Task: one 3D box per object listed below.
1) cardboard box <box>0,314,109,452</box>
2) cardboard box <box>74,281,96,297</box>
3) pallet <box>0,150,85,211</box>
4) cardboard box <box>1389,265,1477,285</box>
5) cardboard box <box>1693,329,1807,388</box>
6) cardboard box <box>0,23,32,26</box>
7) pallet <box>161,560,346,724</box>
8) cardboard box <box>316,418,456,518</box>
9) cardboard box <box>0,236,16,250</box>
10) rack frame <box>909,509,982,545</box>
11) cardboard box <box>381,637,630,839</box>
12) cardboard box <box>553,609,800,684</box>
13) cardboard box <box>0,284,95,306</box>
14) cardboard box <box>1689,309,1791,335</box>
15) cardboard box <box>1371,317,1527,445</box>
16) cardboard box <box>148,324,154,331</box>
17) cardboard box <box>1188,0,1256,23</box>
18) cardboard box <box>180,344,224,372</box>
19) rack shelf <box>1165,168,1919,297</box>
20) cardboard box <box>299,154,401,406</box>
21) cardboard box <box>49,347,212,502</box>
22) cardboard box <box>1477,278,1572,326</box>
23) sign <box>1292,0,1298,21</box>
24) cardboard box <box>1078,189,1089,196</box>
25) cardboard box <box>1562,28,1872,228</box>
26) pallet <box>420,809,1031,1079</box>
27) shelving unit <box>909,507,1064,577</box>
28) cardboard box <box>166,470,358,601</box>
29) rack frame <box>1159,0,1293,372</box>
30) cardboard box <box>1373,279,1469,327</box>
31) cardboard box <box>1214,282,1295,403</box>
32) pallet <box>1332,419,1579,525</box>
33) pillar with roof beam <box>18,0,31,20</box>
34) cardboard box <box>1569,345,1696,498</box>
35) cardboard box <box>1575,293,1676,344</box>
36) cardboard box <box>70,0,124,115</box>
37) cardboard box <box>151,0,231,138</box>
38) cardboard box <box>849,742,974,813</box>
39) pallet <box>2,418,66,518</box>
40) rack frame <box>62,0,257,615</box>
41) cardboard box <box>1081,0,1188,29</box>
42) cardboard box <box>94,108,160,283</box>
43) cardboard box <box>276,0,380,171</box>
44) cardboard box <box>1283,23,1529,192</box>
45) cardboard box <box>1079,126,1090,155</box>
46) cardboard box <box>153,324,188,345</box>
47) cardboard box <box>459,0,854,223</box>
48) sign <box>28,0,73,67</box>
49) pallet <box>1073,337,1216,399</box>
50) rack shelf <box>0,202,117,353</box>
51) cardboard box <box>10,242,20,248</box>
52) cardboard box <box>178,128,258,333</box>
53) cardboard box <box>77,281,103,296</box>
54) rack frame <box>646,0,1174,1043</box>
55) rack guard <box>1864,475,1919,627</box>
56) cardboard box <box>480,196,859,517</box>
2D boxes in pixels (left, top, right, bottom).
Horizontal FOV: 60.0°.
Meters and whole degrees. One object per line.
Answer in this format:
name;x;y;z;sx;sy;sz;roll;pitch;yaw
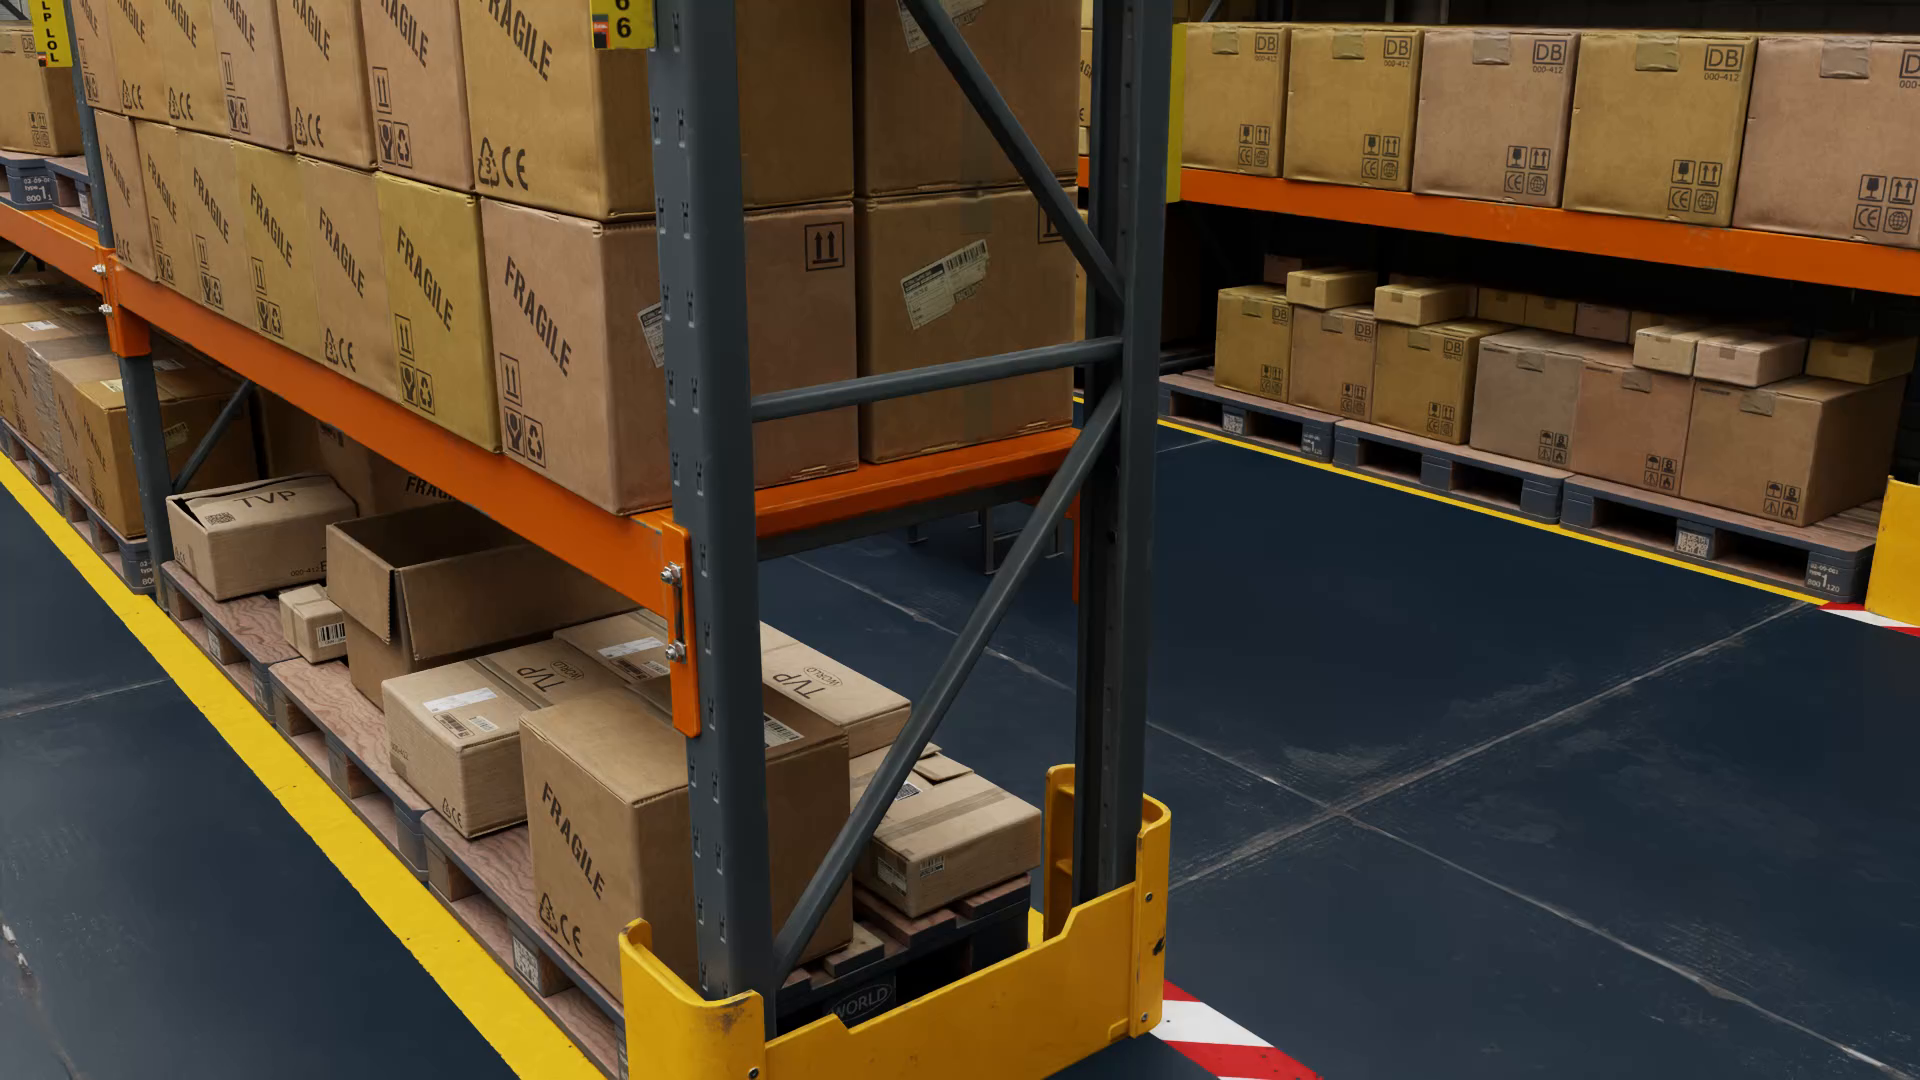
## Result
cardboard box;-3.988;-0.724;7.552;0.500;0.500;0.500;-15;23;-38
cardboard box;-4.246;-1.087;8.650;0.500;0.500;0.500;-13;22;-34
pallet;-3.800;-1.680;7.469;1.003;0.211;1.213;-14;23;-36
cardboard box;2.296;-1.228;8.076;0.380;0.149;0.250;-15;23;-38
cardboard box;3.101;-0.715;6.528;0.380;0.149;0.250;-14;23;-37
cardboard box;-4.114;-2.100;7.607;0.700;0.500;0.500;-9;20;-26
pallet;-2.102;0.230;5.834;1.003;0.211;1.213;-14;23;-36
cardboard box;-1.951;-0.201;5.974;0.500;0.500;0.500;-14;23;-36
cardboard box;-5.857;-1.617;9.789;0.500;0.311;0.500;-14;23;-37
rack frame;-0.049;-1.016;6.591;0.400;2.100;0.015;-14;23;-36
cardboard box;-1.141;0.493;4.277;0.500;0.250;0.500;-14;23;-36
cardboard box;-0.780;0.383;4.609;0.500;0.250;0.500;-14;23;-36
cardboard box;-4.623;-0.976;8.314;0.500;0.500;0.500;-15;24;-38
cardboard box;3.243;-0.852;6.941;0.380;0.149;0.250;-14;23;-36
cardboard box;2.363;-0.789;7.780;0.700;0.500;0.500;-13;23;-35
cardboard box;-3.595;-0.831;7.878;0.500;0.500;0.500;-15;24;-38
cardboard box;1.272;-2.950;9.142;0.500;0.250;0.500;-13;22;-34
cardboard box;-2.977;-0.582;7.125;0.500;0.500;0.500;-14;23;-35
rack shelf;2.595;-1.397;7.454;1.077;0.370;4.000;-14;23;-36
cardboard box;-1.166;-0.634;3.846;0.500;0.500;0.500;-14;23;-36
cardboard box;-3.359;-0.475;6.802;0.500;0.500;0.500;-14;23;-36
cardboard box;2.613;-1.102;7.696;0.380;0.149;0.250;-14;23;-37
sign;1.787;-2.789;9.009;0.100;0.325;0.005;-14;23;-36
cardboard box;0.294;-1.764;10.168;0.750;0.750;0.750;-13;22;-34
cardboard box;3.052;-1.689;6.714;0.980;0.700;0.700;-14;23;-37
pallet;-0.587;0.831;4.018;1.003;0.211;1.213;-14;23;-36
shelving unit;0.103;-0.956;6.409;0.431;2.100;0.503;-14;23;-36
cardboard box;-2.437;-0.050;5.821;0.500;0.311;0.500;-14;23;-36
rack frame;1.353;-2.231;8.830;1.000;3.000;0.127;-14;23;-36
cardboard box;2.131;-1.099;7.687;0.380;0.149;0.250;-15;23;-38
cardboard box;1.737;-1.040;8.540;0.700;0.500;0.500;-14;23;-35
pallet;2.526;-0.404;7.747;1.003;0.211;1.213;-14;23;-36
pillar with roof beam;-23.261;-13.106;32.128;9.100;9.000;0.400;-14;23;-36
cardboard box;3.013;-0.535;7.014;0.700;0.500;0.500;-14;23;-36
cardboard box;2.929;-0.977;7.317;0.380;0.149;0.250;-14;23;-35
cardboard box;-2.456;-1.615;5.218;0.500;0.500;0.500;-13;22;-35
cardboard box;-1.816;-1.361;4.451;0.500;0.500;0.500;-15;23;-38
cardboard box;-0.190;0.626;4.007;0.380;0.166;0.250;-14;23;-36
pallet;-3.824;-0.434;7.837;1.003;0.211;1.213;-14;23;-36
rack frame;-2.528;-1.264;5.907;1.000;3.000;0.127;-14;23;-36
cardboard box;0.863;-2.851;8.843;0.500;0.250;0.500;-13;23;-35
cardboard box;-2.425;-1.132;5.351;0.500;0.500;0.500;-13;22;-35
cardboard box;-1.176;-1.107;3.685;0.500;0.500;0.500;-13;22;-35
cardboard box;2.126;-2.056;7.823;0.980;0.700;0.700;-15;23;-37
cardboard box;0.746;-2.207;9.124;0.380;0.149;0.250;-13;23;-35
cardboard box;-3.258;-1.055;7.361;0.500;0.250;0.500;-14;23;-36
cardboard box;-0.536;-0.856;2.927;0.500;0.500;0.500;-14;23;-37
sign;-2.960;-1.704;5.395;0.100;0.325;0.005;-14;23;-36
pallet;0.815;-1.083;9.798;1.003;0.211;1.213;-14;23;-36
rack shelf;-3.769;-1.415;7.508;1.077;0.370;4.000;-14;23;-36
cardboard box;-5.439;-1.724;10.110;0.500;0.311;0.500;-15;23;-37
cardboard box;-1.795;-0.883;4.599;0.500;0.500;0.500;-14;23;-36
cardboard box;-4.208;-1.430;8.492;0.500;0.250;0.500;-13;22;-34
rack frame;-0.044;-0.278;2.930;1.000;3.000;0.127;-14;23;-36
rack guard;3.852;-0.053;6.228;1.175;0.500;0.348;-14;23;-36
cardboard box;-0.535;-0.383;3.087;0.500;0.500;0.500;-13;22;-34
